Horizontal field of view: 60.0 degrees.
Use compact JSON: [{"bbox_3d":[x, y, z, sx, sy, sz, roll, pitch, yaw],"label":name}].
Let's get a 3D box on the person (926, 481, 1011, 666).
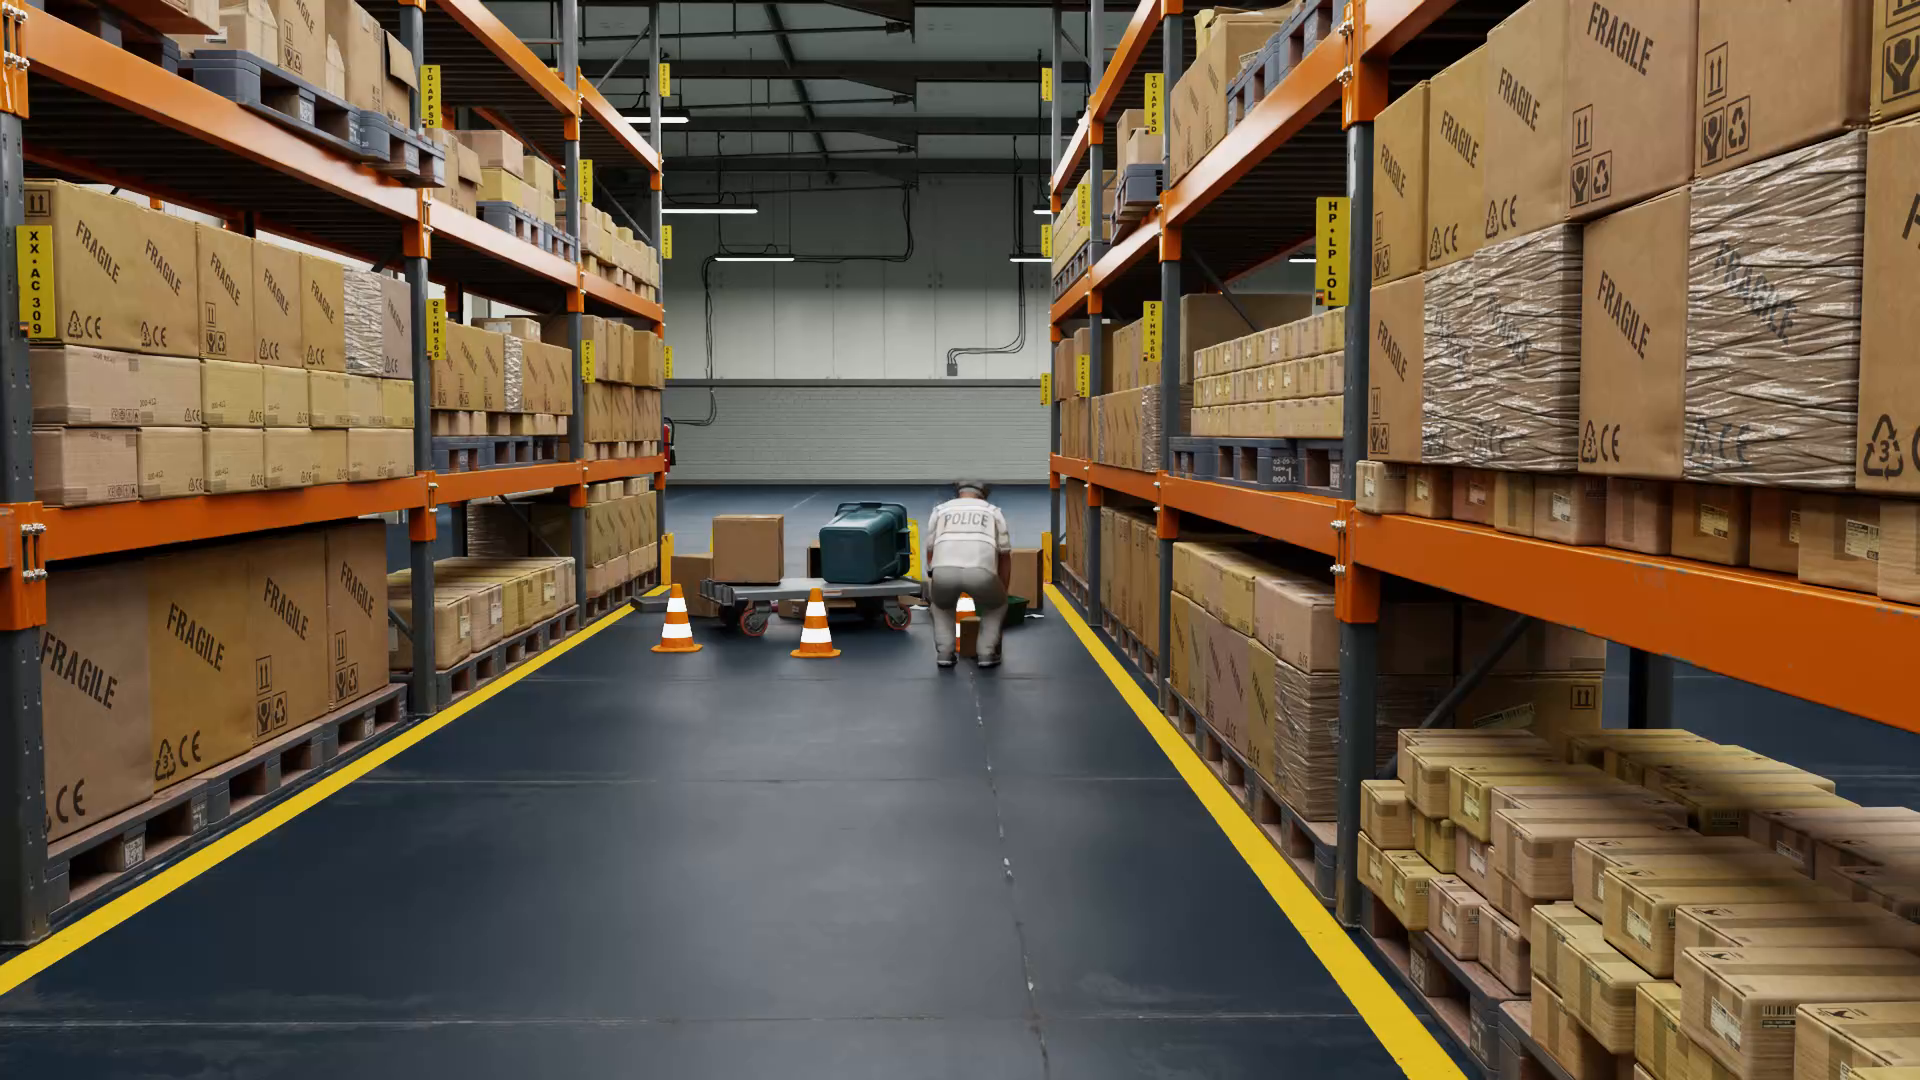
[{"bbox_3d":[0.032,0.219,11.066,0.577,1.205,0.900,1,4,11],"label":"person"}]
